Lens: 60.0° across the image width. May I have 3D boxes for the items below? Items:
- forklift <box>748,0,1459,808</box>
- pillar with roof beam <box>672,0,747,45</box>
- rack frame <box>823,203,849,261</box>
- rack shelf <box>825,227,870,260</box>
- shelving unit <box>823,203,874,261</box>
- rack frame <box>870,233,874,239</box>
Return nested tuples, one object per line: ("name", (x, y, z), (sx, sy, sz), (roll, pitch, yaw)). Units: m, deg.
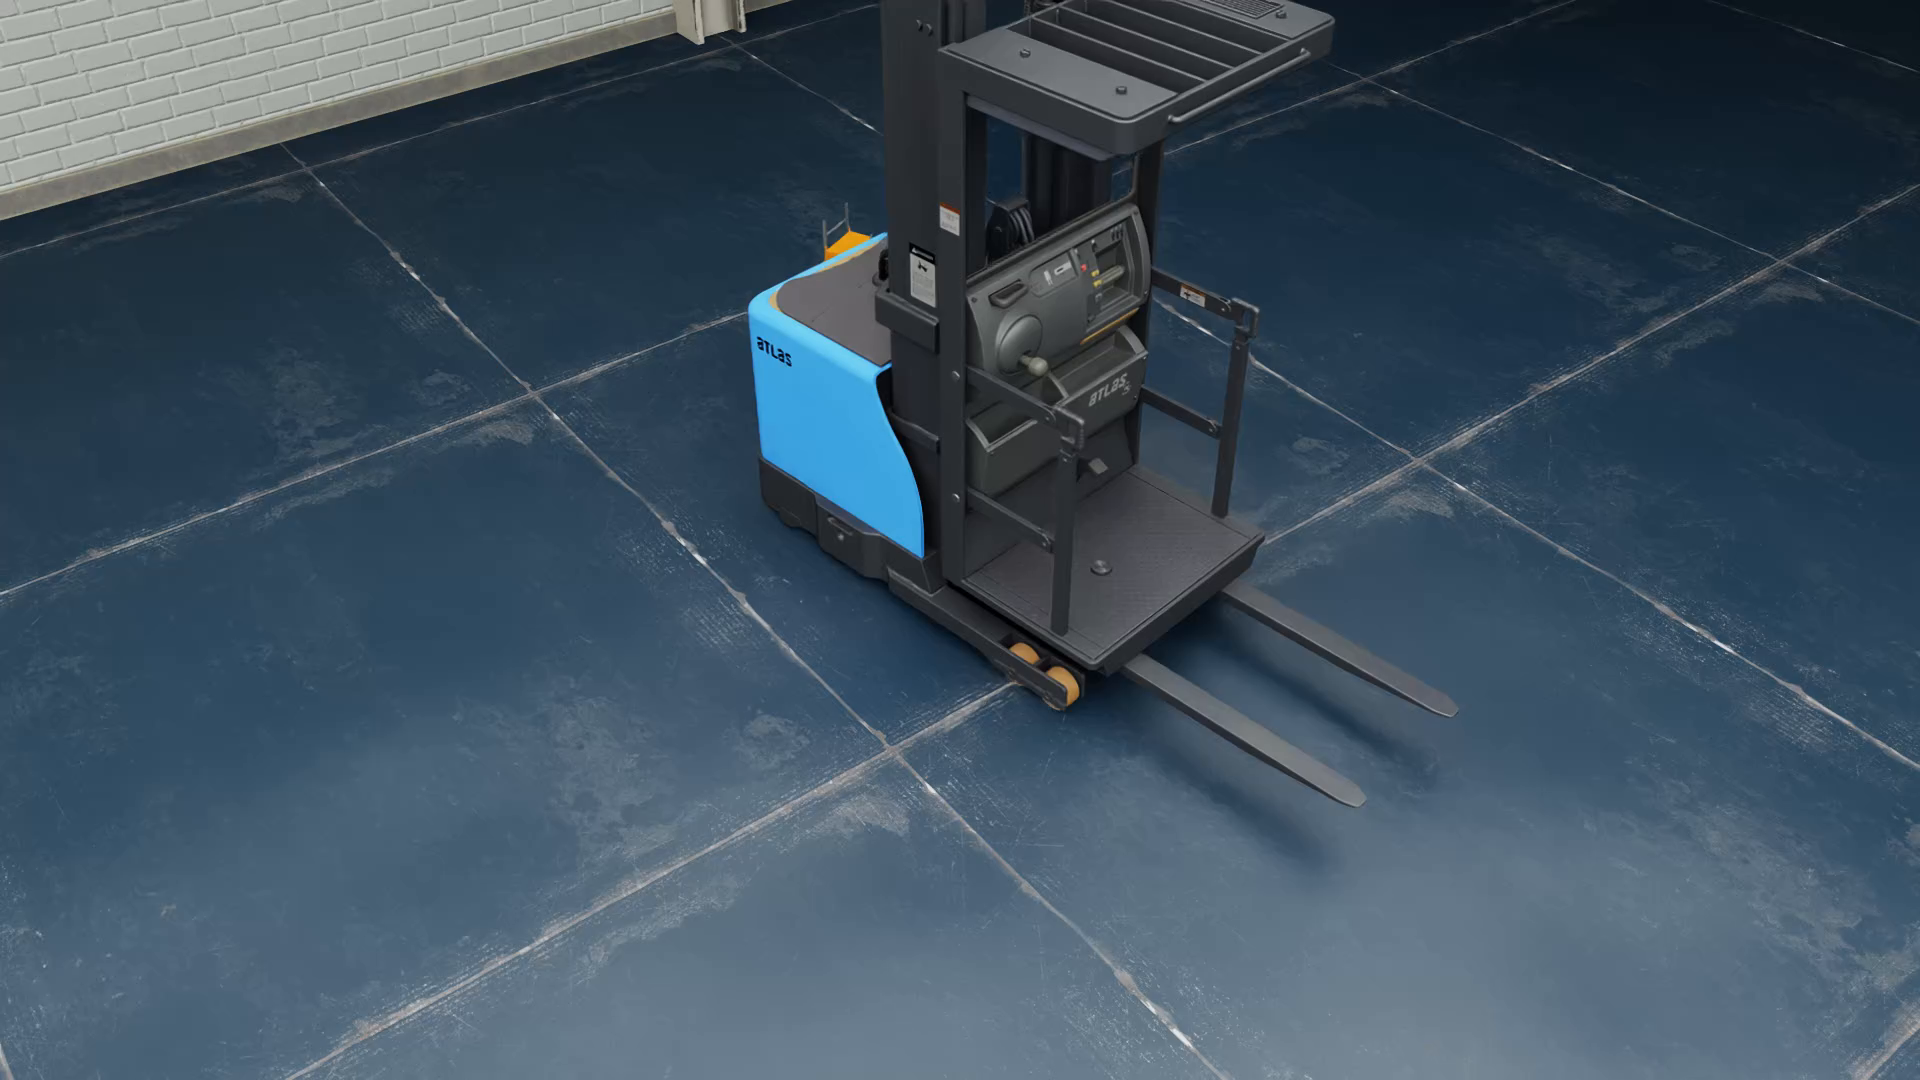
("forklift", (0.527, -0.851, 5.977), (3.031, 2.935, 1.130), (32, 49, 33))
("pillar with roof beam", (0.892, -4.858, 6.077), (0.400, 9.000, 9.100), (-26, 46, -28))
("rack frame", (-0.552, -1.047, 7.698), (0.008, 1.050, 0.200), (19, 43, 22))
("rack shelf", (-0.445, -1.220, 7.479), (0.240, 0.259, 0.215), (19, 43, 22))
("shelving unit", (-0.445, -1.009, 7.652), (0.252, 1.050, 0.215), (19, 43, 22))
("rack frame", (-0.338, -0.972, 7.607), (0.008, 1.050, 0.200), (19, 43, 22))
